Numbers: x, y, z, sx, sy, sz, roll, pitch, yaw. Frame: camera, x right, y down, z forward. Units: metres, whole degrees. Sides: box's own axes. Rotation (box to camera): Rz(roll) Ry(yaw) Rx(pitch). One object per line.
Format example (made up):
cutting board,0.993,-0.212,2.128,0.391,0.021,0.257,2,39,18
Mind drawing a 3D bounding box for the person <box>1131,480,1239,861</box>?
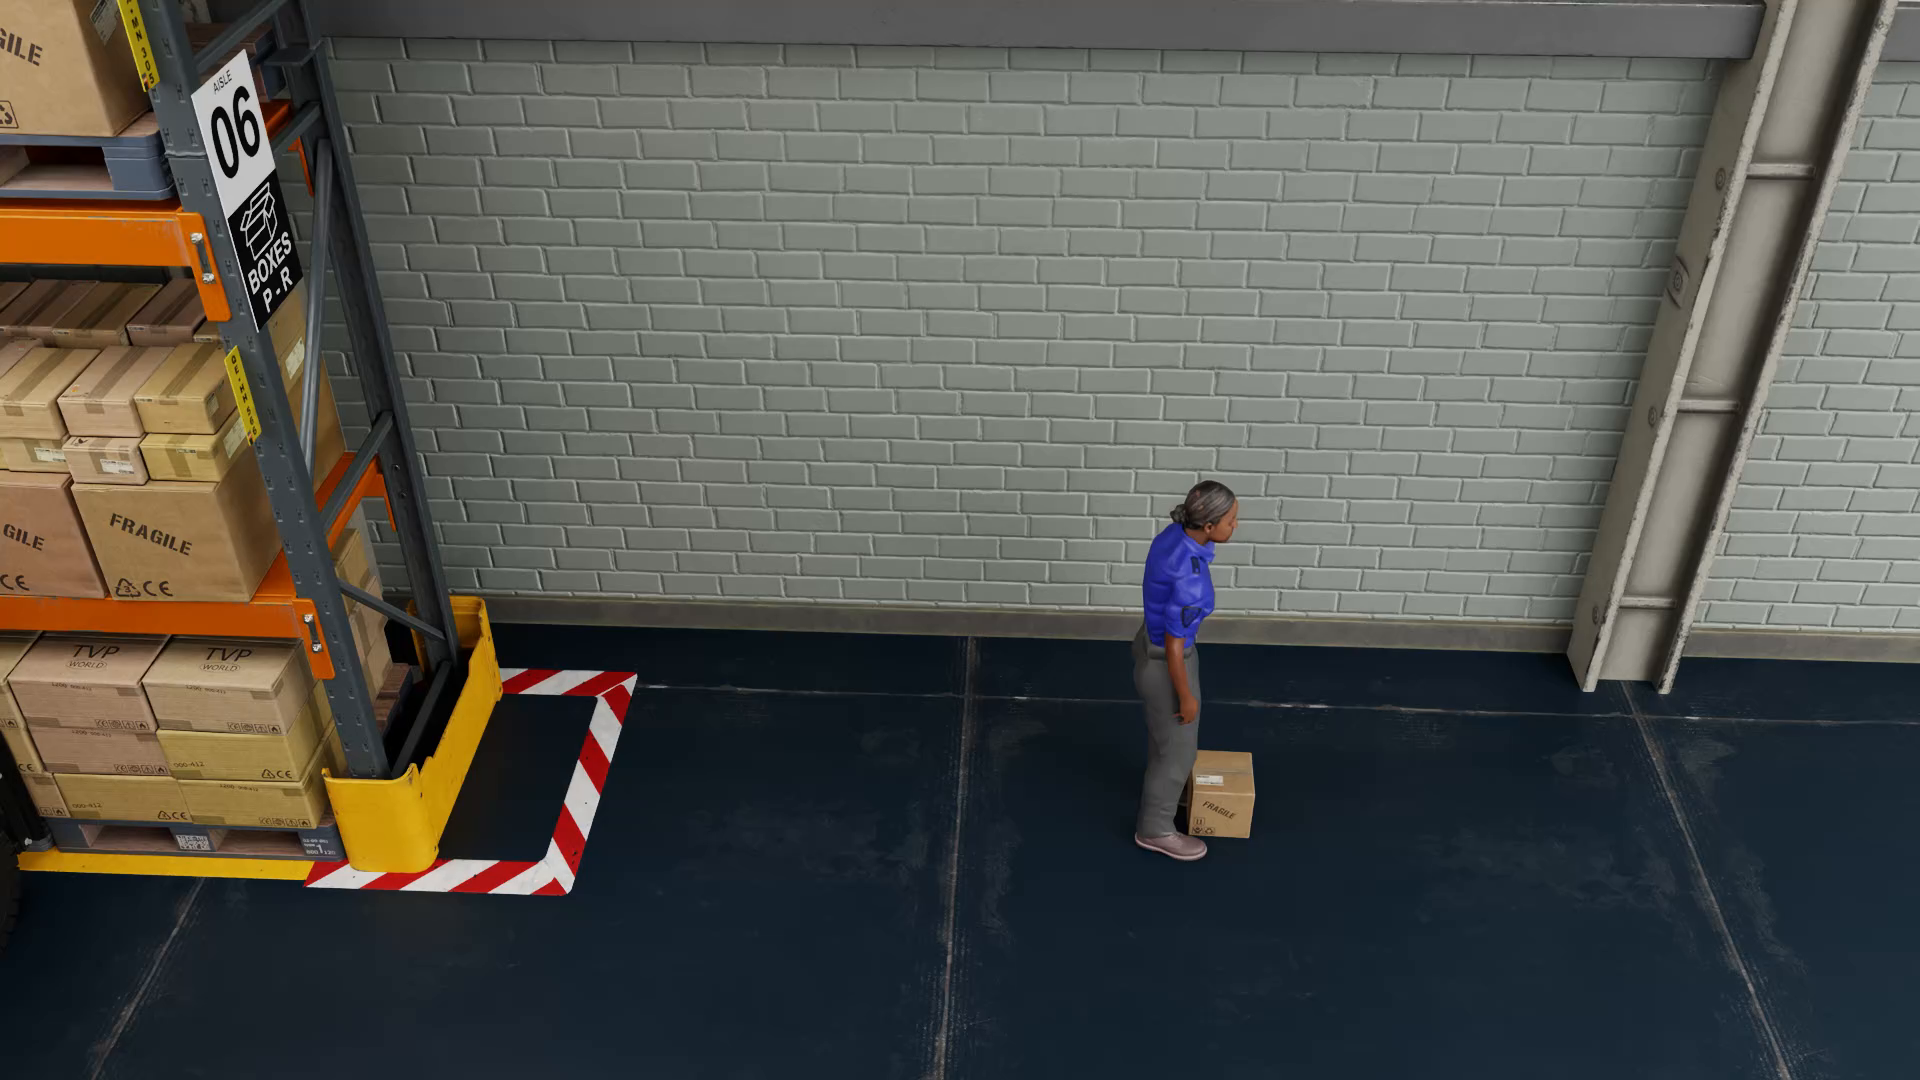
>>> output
person,0.863,0.482,6.453,0.392,1.654,0.513,1,36,1
